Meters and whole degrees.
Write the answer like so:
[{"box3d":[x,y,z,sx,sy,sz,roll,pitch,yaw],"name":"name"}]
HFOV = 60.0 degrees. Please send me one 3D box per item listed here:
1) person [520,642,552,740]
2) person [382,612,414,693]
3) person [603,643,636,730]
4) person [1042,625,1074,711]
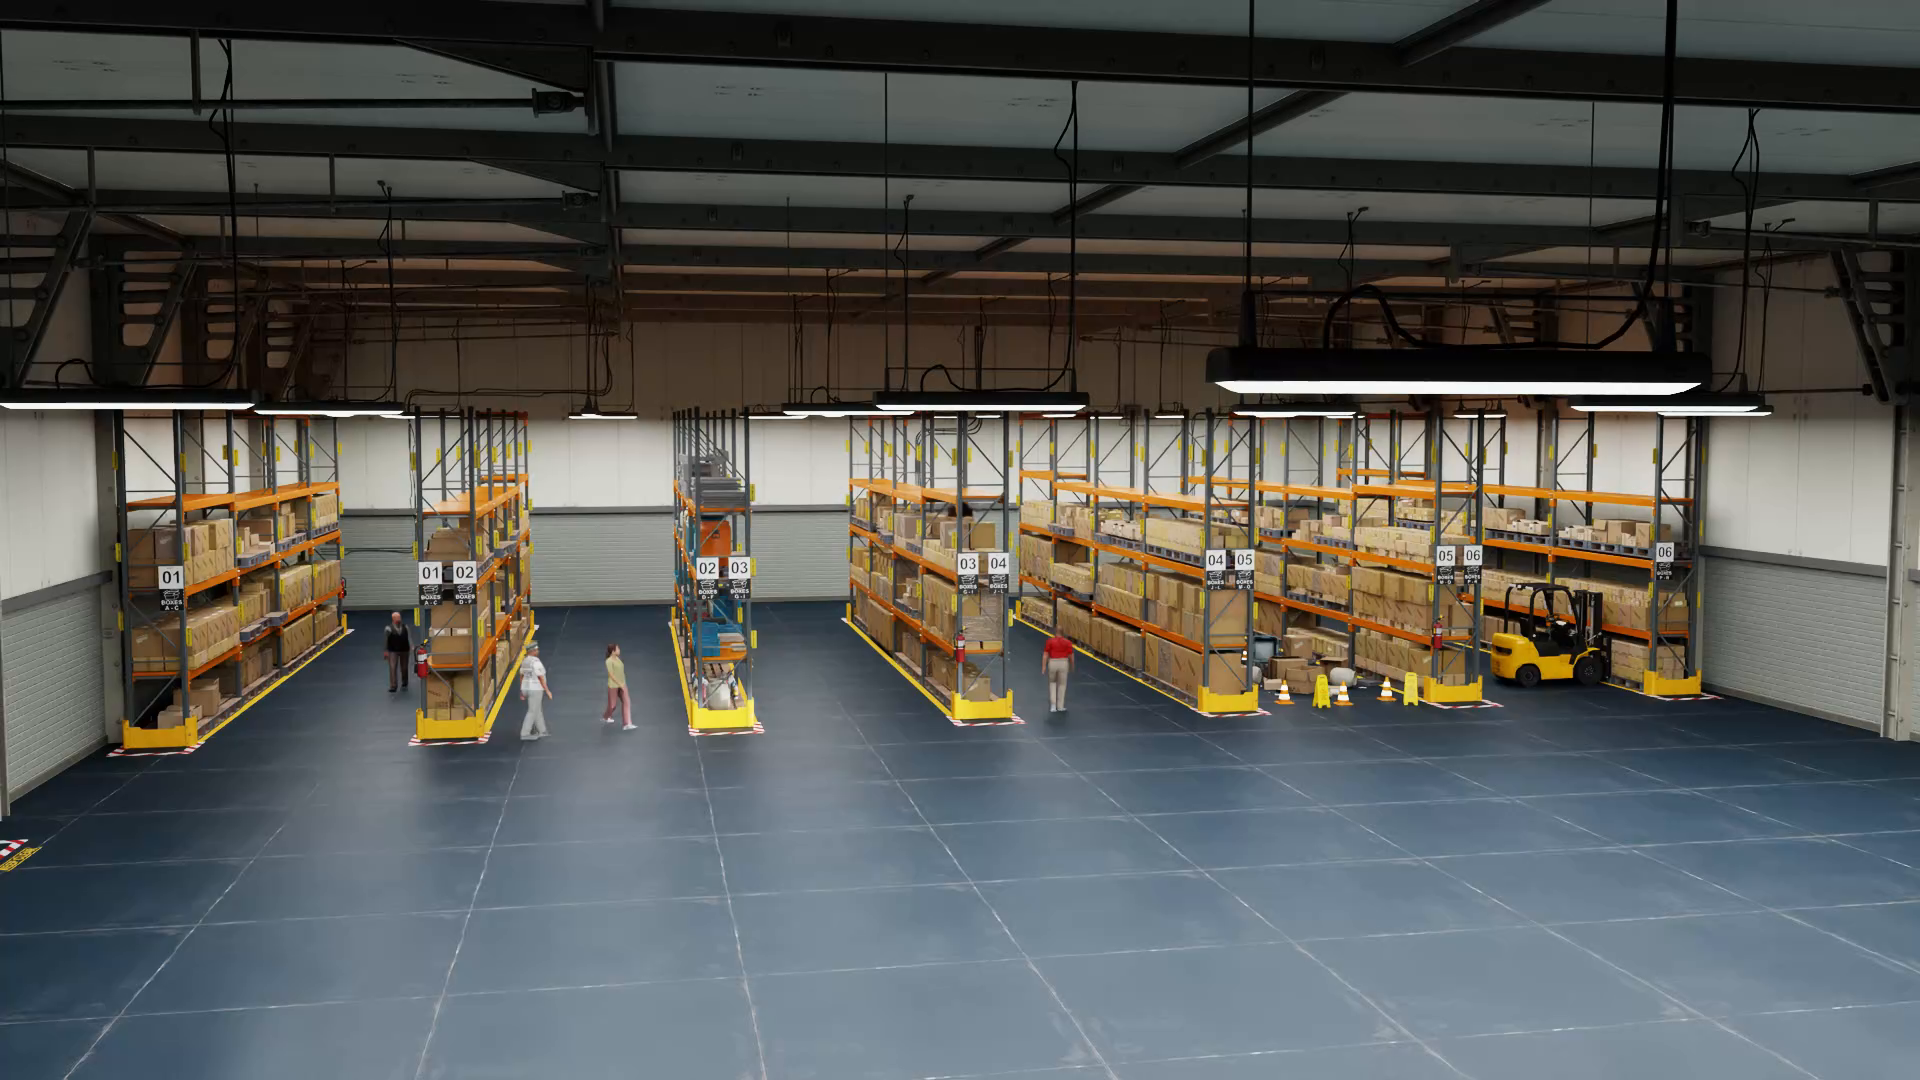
[{"box3d":[-7.637,2.738,29.993,0.601,1.811,0.772,4,6,43],"name":"person"},{"box3d":[-11.894,2.370,35.268,0.676,1.674,1.045,-1,4,-13],"name":"person"},{"box3d":[-6.386,2.722,30.986,0.414,1.596,1.010,-4,5,-41],"name":"person"},{"box3d":[1.964,2.562,32.927,0.611,1.794,0.575,2,4,21],"name":"person"}]
